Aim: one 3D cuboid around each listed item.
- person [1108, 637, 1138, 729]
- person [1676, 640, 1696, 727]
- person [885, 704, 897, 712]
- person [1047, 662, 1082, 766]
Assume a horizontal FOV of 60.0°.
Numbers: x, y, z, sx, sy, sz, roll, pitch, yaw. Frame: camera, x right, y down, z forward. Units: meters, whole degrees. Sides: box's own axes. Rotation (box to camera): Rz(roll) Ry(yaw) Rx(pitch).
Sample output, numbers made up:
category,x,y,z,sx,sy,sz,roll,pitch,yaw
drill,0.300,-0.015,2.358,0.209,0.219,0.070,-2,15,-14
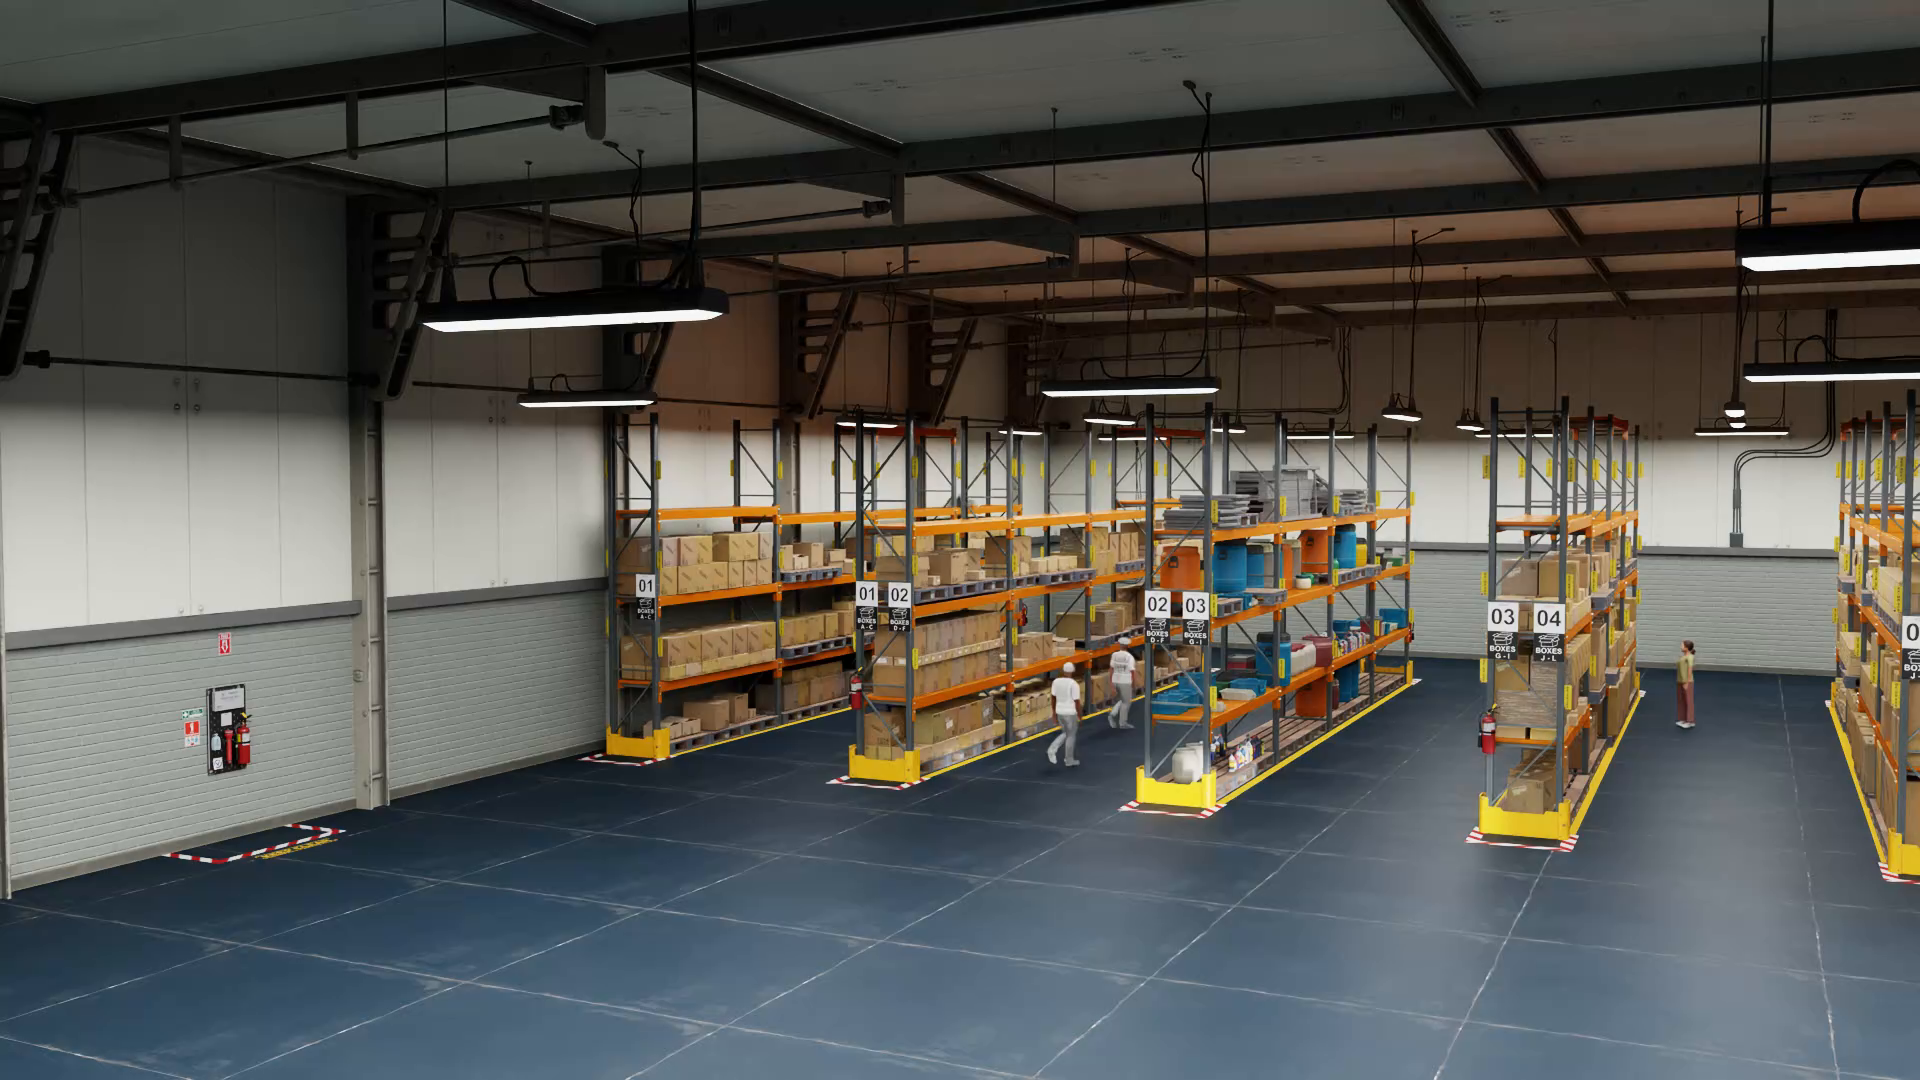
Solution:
category,x,y,z,sx,sy,sz,roll,pitch,yaw
person,3.136,2.762,31.975,0.503,1.778,0.522,-1,3,-25
person,14.166,2.799,32.483,0.386,1.680,0.451,0,2,-10
person,-1.187,2.945,30.801,0.561,1.709,0.616,0,2,-9
person,1.779,2.931,27.982,0.604,1.758,0.564,-1,3,-31
